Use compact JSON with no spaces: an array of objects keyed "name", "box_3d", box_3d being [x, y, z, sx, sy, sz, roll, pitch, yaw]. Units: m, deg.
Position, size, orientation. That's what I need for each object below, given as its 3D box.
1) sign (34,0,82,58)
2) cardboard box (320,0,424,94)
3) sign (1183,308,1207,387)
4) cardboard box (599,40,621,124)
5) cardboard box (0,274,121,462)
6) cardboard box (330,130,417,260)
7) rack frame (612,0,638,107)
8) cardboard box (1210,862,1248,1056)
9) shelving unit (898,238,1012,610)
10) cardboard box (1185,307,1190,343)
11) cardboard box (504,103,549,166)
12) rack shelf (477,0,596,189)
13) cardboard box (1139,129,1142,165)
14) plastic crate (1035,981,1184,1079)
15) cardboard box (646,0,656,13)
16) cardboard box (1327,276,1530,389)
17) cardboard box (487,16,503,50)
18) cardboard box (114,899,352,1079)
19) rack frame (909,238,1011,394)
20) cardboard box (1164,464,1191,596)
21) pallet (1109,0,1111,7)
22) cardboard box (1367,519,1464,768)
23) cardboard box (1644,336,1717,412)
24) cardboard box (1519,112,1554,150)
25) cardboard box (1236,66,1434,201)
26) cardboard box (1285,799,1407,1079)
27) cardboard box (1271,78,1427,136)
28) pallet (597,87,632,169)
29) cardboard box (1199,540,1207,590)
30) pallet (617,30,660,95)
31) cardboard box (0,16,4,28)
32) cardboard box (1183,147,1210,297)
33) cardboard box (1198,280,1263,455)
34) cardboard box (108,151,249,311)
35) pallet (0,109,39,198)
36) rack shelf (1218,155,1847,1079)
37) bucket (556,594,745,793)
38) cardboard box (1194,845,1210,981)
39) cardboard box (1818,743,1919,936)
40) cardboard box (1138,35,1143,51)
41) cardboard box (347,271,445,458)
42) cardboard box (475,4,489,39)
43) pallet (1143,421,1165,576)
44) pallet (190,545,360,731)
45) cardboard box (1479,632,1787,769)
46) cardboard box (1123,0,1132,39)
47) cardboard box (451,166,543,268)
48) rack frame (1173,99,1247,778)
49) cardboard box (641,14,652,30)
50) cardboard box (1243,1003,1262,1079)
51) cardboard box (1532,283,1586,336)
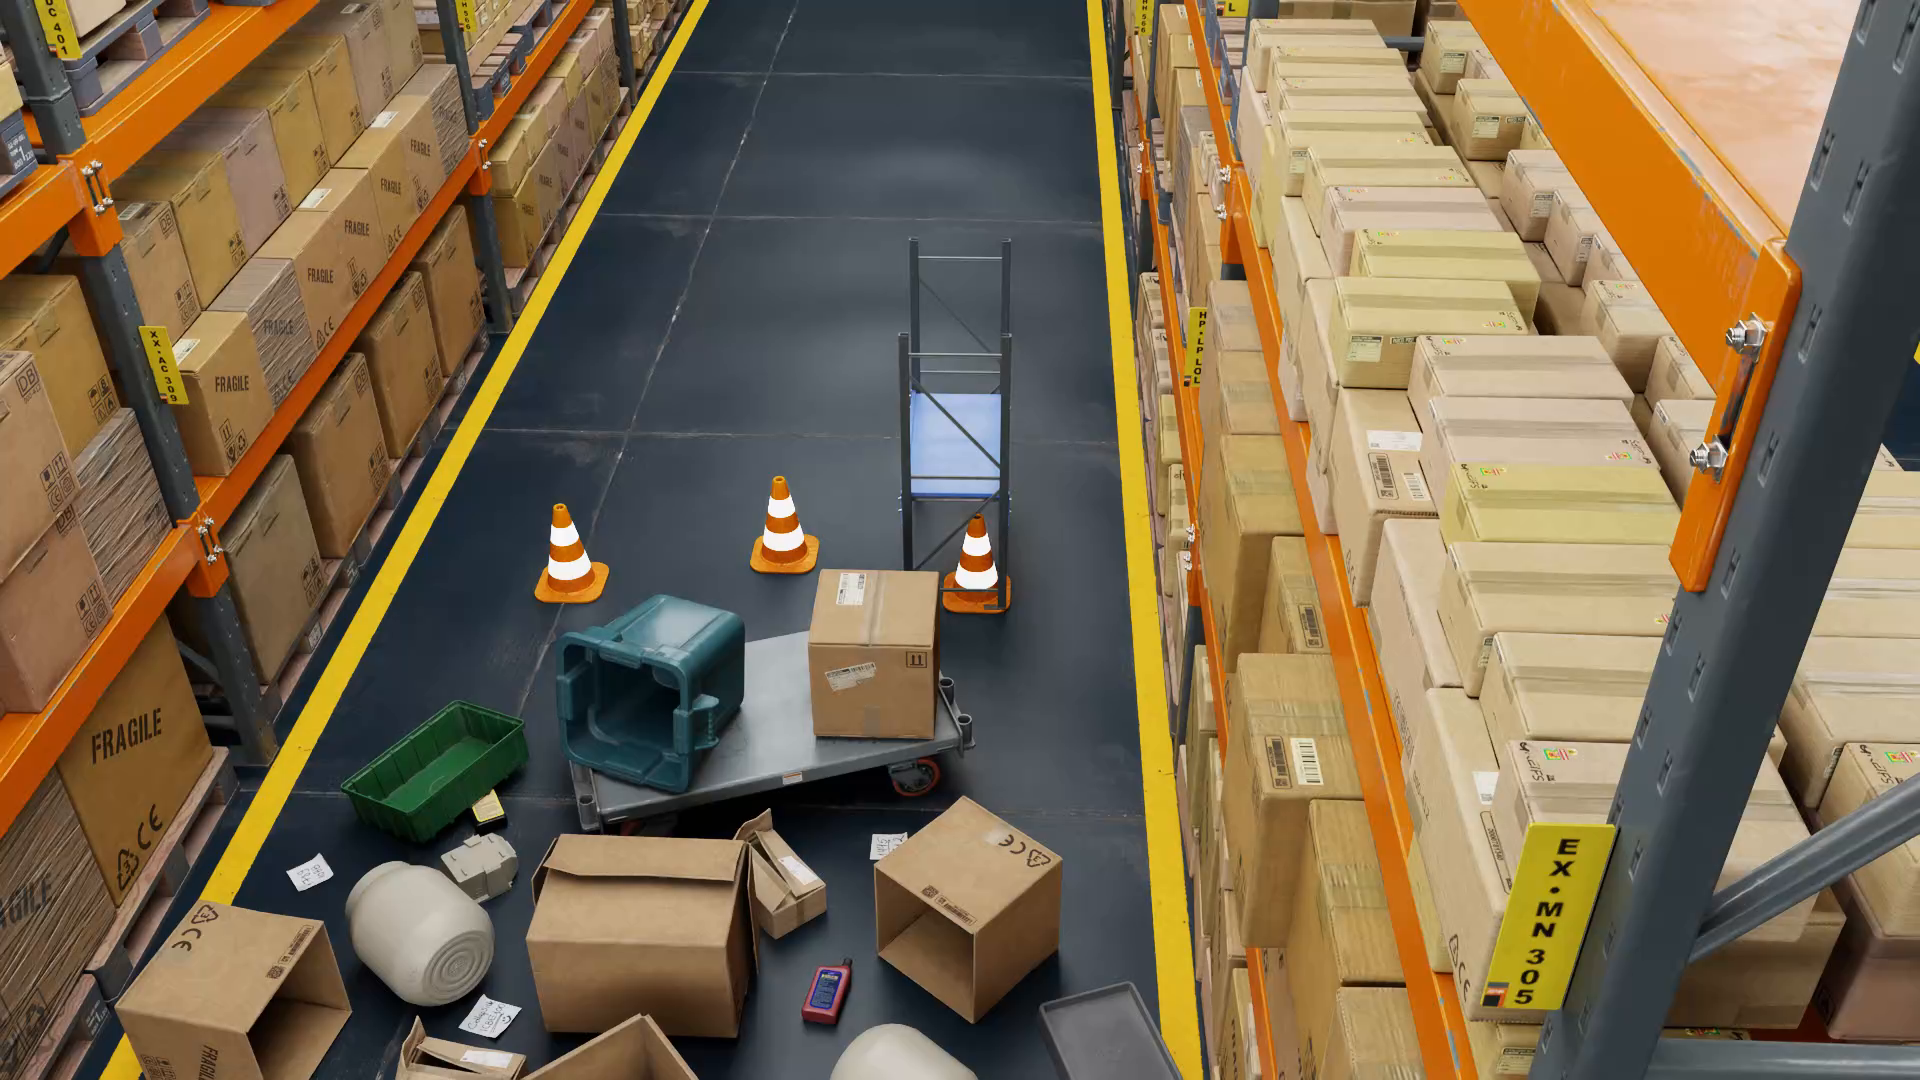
[{"name":"sign","box_3d":[-2.962,-1.733,5.425,0.100,0.325,0.005,1,35,2]},{"name":"cardboard box","box_3d":[-3.384,-2.764,9.063,0.700,0.500,0.500,1,35,2]},{"name":"sign","box_3d":[0.879,-0.702,6.078,0.100,0.325,0.005,1,35,2]},{"name":"cardboard box","box_3d":[-2.973,-3.588,13.001,0.500,0.500,0.500,1,35,1]},{"name":"cardboard box","box_3d":[-3.566,-0.565,5.822,0.875,0.550,0.550,1,35,2]},{"name":"cardboard box","box_3d":[-3.147,-1.774,8.524,0.500,0.500,0.500,1,35,1]},{"name":"rack frame","box_3d":[-3.195,-4.870,13.016,1.000,3.000,0.127,1,35,2]},{"name":"cardboard box","box_3d":[1.108,1.368,5.515,0.500,0.500,0.500,3,35,4]},{"name":"shelving unit","box_3d":[-0.011,-0.574,8.196,0.538,1.500,1.048,1,34,1]},{"name":"cardboard box","box_3d":[1.181,-0.888,7.204,0.380,0.149,0.250,1,35,1]},{"name":"cardboard box","box_3d":[-3.066,-2.709,11.099,0.500,0.250,0.500,1,35,1]},{"name":"rack shelf","box_3d":[-3.276,-3.426,11.588,1.077,0.370,4.000,1,35,2]},{"name":"cardboard box","box_3d":[1.781,-3.239,12.178,0.875,0.875,0.875,2,35,3]},{"name":"plastic crate","box_3d":[0.551,1.860,5.979,0.402,0.080,0.583,-10,36,-14]},{"name":"cardboard box","box_3d":[-2.918,-4.798,14.770,0.380,0.149,0.250,3,35,4]},{"name":"cardboard box","box_3d":[1.019,-0.453,3.647,0.380,0.149,0.250,2,35,3]},{"name":"cardboard box","box_3d":[-3.115,-3.202,10.497,0.380,0.149,0.250,3,35,4]},{"name":"cardboard box","box_3d":[-2.554,1.664,5.891,0.500,0.500,0.500,7,36,10]},{"name":"rack frame","box_3d":[0.000,-0.861,8.616,0.500,1.500,0.032,1,34,1]},{"name":"cardboard box","box_3d":[1.478,-0.028,8.048,0.950,0.372,0.625,3,35,5]},{"name":"pallet","box_3d":[1.962,-5.509,16.352,1.003,0.211,1.213,1,35,2]},{"name":"cardboard box","box_3d":[1.059,0.204,3.059,0.500,0.250,0.500,1,35,1]},{"name":"cardboard box","box_3d":[1.648,-0.292,3.419,0.380,0.149,0.250,2,35,3]},{"name":"cardboard box","box_3d":[1.726,-1.030,4.469,0.380,0.149,0.250,2,35,3]},{"name":"cardboard box","box_3d":[1.142,-1.258,5.140,0.500,0.250,0.500,1,35,1]},{"name":"cardboard box","box_3d":[1.103,0.920,3.562,0.700,0.500,0.500,2,35,2]},{"name":"cardboard box","box_3d":[1.094,-1.193,4.701,0.380,0.149,0.250,0,35,0]},{"name":"pallet","box_3d":[-3.225,-3.281,13.181,1.003,0.211,1.213,1,35,2]},{"name":"cardboard box","box_3d":[1.100,0.059,6.221,0.380,0.149,0.250,1,35,2]},{"name":"pallet","box_3d":[-3.204,-4.115,14.368,1.003,0.211,1.213,1,35,2]},{"name":"cardboard box","box_3d":[-3.648,-2.062,6.090,0.500,0.250,0.500,2,35,2]},{"name":"cardboard box","box_3d":[1.268,-1.404,7.373,0.500,0.500,0.500,2,35,4]},{"name":"cardboard box","box_3d":[1.199,-0.541,5.642,0.700,0.500,0.500,1,35,1]},{"name":"cardboard box","box_3d":[-3.484,-1.304,6.986,0.700,0.500,0.500,1,35,1]},{"name":"pallet","box_3d":[-3.560,-0.995,4.971,1.003,0.211,1.213,1,35,2]},{"name":"rack shelf","box_3d":[1.353,-0.001,4.105,1.077,0.370,4.000,1,35,2]},{"name":"bucket","box_3d":[-1.218,0.575,6.793,0.726,0.611,0.620,13,27,18]},{"name":"cardboard box","box_3d":[1.130,1.376,6.156,0.500,0.250,0.500,3,35,5]},{"name":"cardboard box","box_3d":[1.491,0.431,2.390,0.380,0.149,0.250,1,35,2]},{"name":"cardboard box","box_3d":[1.377,-3.237,10.389,0.500,0.250,0.500,0,35,1]},{"name":"cardboard box","box_3d":[-3.502,-0.973,9.062,1.050,0.750,0.750,2,35,3]},{"name":"cardboard box","box_3d":[-3.127,-3.191,10.222,0.380,0.149,0.250,3,35,4]},{"name":"pallet","box_3d":[1.510,-0.226,8.834,1.003,0.211,1.213,1,35,2]},{"name":"pallet","box_3d":[-3.561,0.422,7.911,1.003,0.211,1.213,1,35,2]},{"name":"cardboard box","box_3d":[1.040,0.282,2.602,0.380,0.149,0.250,2,35,3]},{"name":"cardboard box","box_3d":[1.388,-3.627,11.378,0.500,0.250,0.500,1,35,1]},{"name":"cardboard box","box_3d":[-3.073,-2.121,10.914,0.500,0.500,0.500,0,35,0]},{"name":"rack frame","box_3d":[1.434,-0.217,6.396,1.000,3.000,0.127,1,35,2]},{"name":"cardboard box","box_3d":[-2.931,-4.521,14.634,0.380,0.149,0.250,1,35,1]},{"name":"cardboard box","box_3d":[1.018,1.487,4.780,0.380,0.149,0.250,3,35,4]},{"name":"cardboard box","box_3d":[1.625,-0.370,3.876,0.500,0.250,0.500,2,35,3]}]
